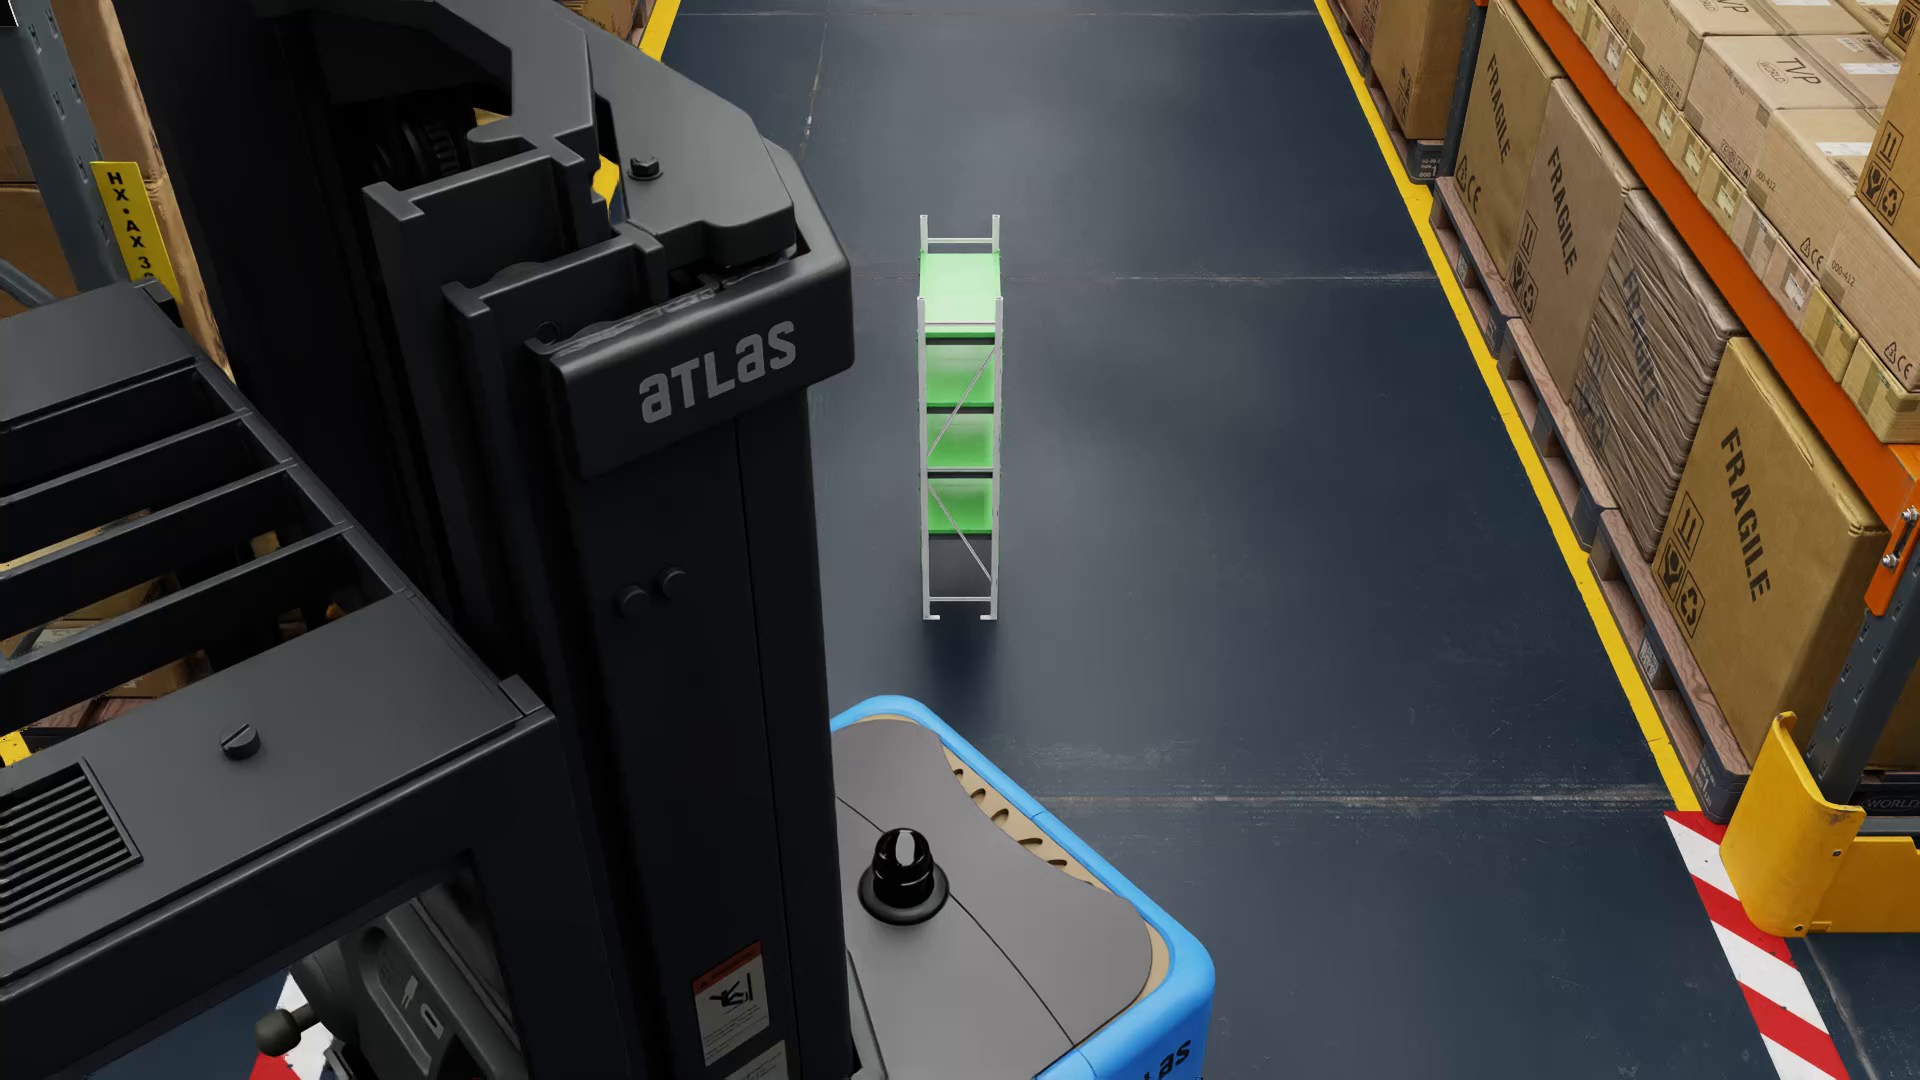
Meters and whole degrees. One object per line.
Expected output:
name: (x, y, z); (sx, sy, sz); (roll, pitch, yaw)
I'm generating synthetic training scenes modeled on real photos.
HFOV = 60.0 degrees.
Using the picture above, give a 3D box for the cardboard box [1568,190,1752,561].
cardboard box: (2.627, -0.539, 5.388); (0.875, 0.875, 0.875); (0, 39, 0)

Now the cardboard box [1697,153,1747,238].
cardboard box: (2.377, -0.998, 4.798); (0.380, 0.149, 0.250); (-1, 39, -1)

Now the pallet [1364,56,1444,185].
pallet: (2.628, -2.131, 8.240); (1.003, 0.211, 1.213); (0, 39, 0)

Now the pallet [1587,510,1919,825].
pallet: (2.630, 0.353, 5.141); (1.003, 0.211, 1.213); (0, 39, 0)

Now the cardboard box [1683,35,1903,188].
cardboard box: (2.442, -1.231, 4.770); (0.500, 0.250, 0.500); (-1, 39, -2)

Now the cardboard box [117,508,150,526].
cardboard box: (-2.448, -0.066, 4.903); (0.380, 0.149, 0.250); (1, 39, 1)

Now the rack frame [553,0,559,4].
rack frame: (-2.256, -2.796, 6.841); (1.000, 3.000, 0.127); (0, 39, 0)

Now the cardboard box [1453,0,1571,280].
cardboard box: (2.625, -1.659, 6.784); (0.875, 0.875, 0.875); (0, 39, 0)

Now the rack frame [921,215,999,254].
rack frame: (0.000, -0.517, 5.436); (0.240, 1.200, 0.015); (0, 39, 0)

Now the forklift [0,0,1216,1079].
forklift: (-0.963, 0.829, 2.371); (3.031, 2.935, 1.130); (-28, 46, -30)

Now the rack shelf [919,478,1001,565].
rack shelf: (0.000, -0.128, 5.436); (0.258, 0.148, 0.480); (0, 39, 0)

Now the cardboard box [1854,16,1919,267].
cardboard box: (2.446, -0.890, 3.744); (0.500, 0.500, 0.500); (0, 39, 1)

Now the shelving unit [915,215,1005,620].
shelving unit: (0.000, -0.365, 5.246); (0.258, 1.200, 0.503); (0, 39, 0)

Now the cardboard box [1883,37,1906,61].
cardboard box: (2.974, -1.232, 4.771); (0.500, 0.250, 0.500); (-1, 39, -2)

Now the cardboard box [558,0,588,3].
cardboard box: (-1.992, -2.740, 7.833); (0.500, 0.250, 0.500); (-2, 39, -2)

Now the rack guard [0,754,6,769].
rack guard: (-2.251, 0.633, 4.560); (1.175, 0.500, 0.348); (0, 39, 0)

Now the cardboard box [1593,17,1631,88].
cardboard box: (2.374, -1.643, 5.602); (0.380, 0.149, 0.250); (0, 39, 0)

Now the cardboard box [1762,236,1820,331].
cardboard box: (2.378, -0.680, 4.401); (0.380, 0.149, 0.250); (0, 39, 0)

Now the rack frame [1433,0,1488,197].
rack frame: (2.704, -2.737, 6.766); (1.000, 3.000, 0.127); (0, 39, 0)

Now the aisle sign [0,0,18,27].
aisle sign: (-1.951, -1.264, 2.850); (0.394, 0.787, 0.004); (0, 39, 0)

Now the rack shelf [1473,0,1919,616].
rack shelf: (2.707, -1.205, 5.431); (1.077, 0.370, 4.000); (0, 39, 0)

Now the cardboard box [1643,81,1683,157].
cardboard box: (2.378, -1.316, 5.194); (0.380, 0.149, 0.250); (1, 39, 1)

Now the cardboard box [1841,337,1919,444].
cardboard box: (2.379, -0.360, 4.001); (0.380, 0.149, 0.250); (1, 39, 1)

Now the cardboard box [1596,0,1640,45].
cardboard box: (2.445, -1.865, 5.561); (0.500, 0.250, 0.500); (1, 39, 1)

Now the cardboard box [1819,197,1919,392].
cardboard box: (2.443, -0.596, 3.977); (0.500, 0.250, 0.500); (-1, 39, -1)

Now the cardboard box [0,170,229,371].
cardboard box: (-1.975, -0.731, 3.946); (0.500, 0.500, 0.500); (2, 39, 2)

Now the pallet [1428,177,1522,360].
pallet: (2.627, -1.173, 7.045); (1.003, 0.211, 1.213); (0, 39, 0)

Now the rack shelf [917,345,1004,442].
rack shelf: (0.000, -0.502, 5.136); (0.258, 0.148, 0.480); (0, 39, 0)

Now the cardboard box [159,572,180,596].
cardboard box: (-2.484, 0.044, 5.002); (0.380, 0.149, 0.250); (-1, 39, -1)

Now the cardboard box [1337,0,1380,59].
cardboard box: (2.682, -3.030, 8.496); (1.225, 0.875, 0.875); (-1, 39, -2)

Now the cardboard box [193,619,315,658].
cardboard box: (-1.995, 0.210, 4.796); (0.380, 0.149, 0.250); (1, 39, 2)

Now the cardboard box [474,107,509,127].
cardboard box: (-1.955, -1.698, 6.938); (0.380, 0.149, 0.250); (0, 39, 1)

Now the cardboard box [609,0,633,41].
cardboard box: (-1.994, -2.778, 8.481); (0.500, 0.500, 0.500); (2, 39, 2)

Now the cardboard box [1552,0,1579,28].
cardboard box: (2.375, -1.960, 5.998); (0.380, 0.149, 0.250); (-1, 39, -1)
